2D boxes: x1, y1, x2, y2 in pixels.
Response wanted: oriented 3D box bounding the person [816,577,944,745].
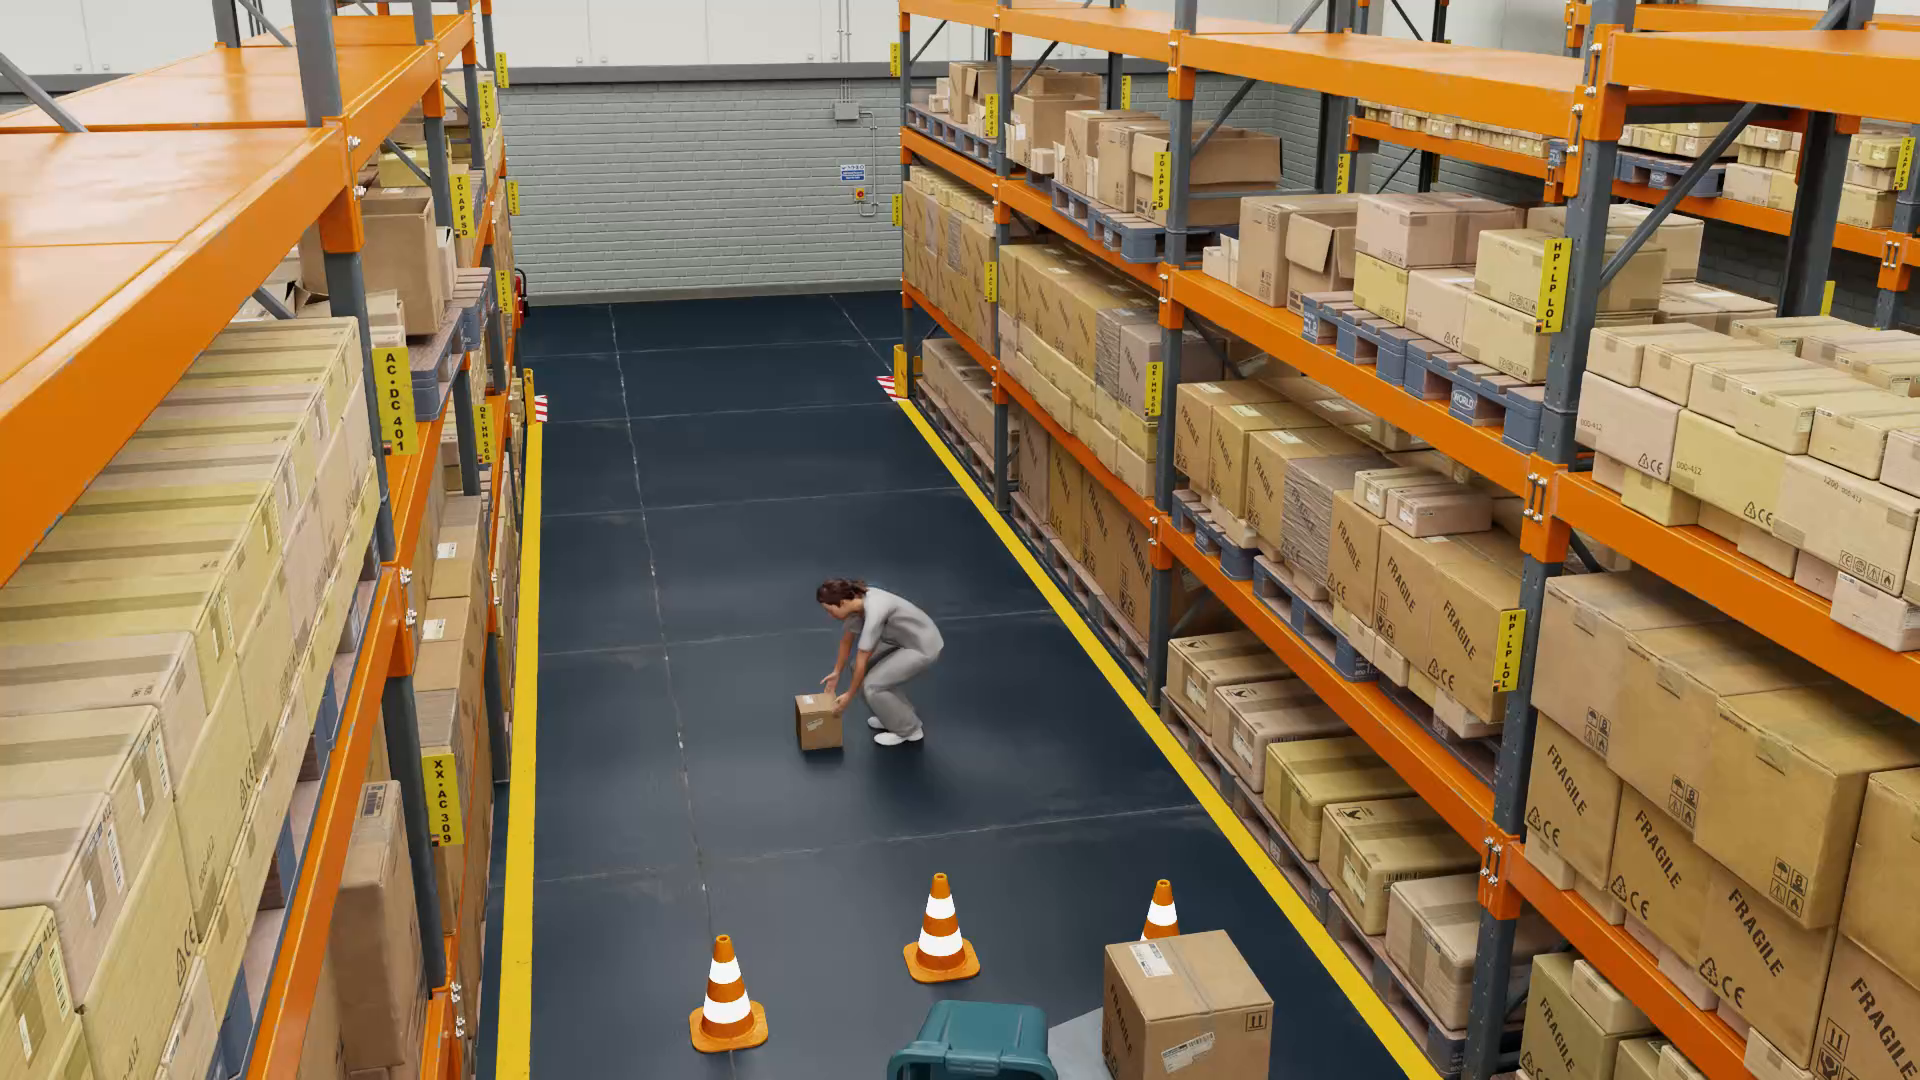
[{"bbox_3d":[-0.477,0.699,10.017,0.765,1.075,0.491,-5,20,-13],"label":"person"}]
